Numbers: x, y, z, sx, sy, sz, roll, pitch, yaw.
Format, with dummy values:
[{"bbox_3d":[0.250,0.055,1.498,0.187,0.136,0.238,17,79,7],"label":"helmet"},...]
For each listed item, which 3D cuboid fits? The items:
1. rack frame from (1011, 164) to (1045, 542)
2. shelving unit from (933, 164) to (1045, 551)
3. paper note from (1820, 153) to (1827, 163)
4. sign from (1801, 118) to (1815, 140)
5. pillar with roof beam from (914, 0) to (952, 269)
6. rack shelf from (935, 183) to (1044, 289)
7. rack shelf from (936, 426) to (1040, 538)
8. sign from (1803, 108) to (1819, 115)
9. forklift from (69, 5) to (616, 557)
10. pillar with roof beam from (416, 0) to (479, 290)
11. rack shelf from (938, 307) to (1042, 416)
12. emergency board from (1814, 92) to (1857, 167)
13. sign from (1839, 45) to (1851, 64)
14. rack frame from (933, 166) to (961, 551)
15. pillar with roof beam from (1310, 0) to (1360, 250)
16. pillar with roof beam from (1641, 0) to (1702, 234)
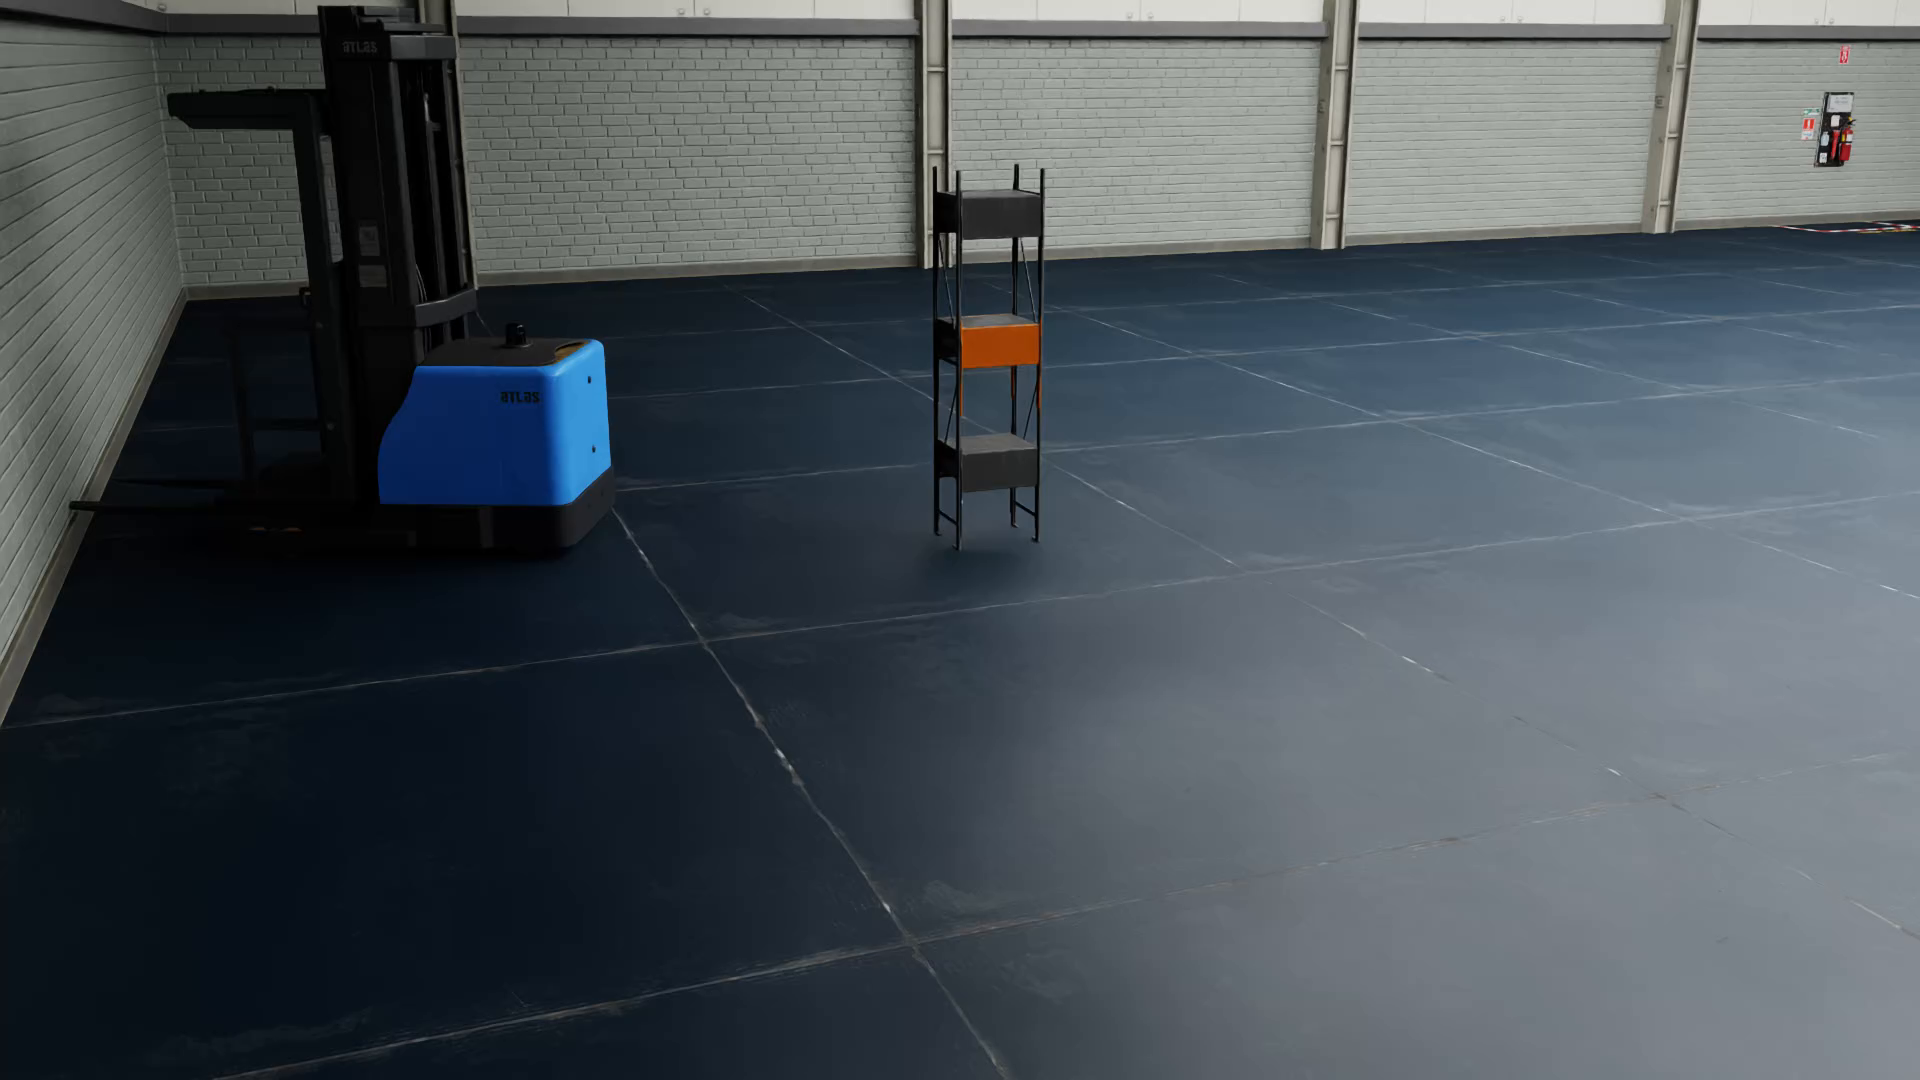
[{"bbox_3d":[0.382,-1.049,9.443,0.015,2.100,0.400,-6,17,-20],"label":"rack frame"},{"bbox_3d":[0.155,-1.024,9.359,0.503,2.100,0.431,-6,17,-20],"label":"shelving unit"},{"bbox_3d":[13.959,-6.180,26.883,0.142,0.148,0.016,-6,17,-20],"label":"paper note"},{"bbox_3d":[13.596,-6.591,26.655,0.234,0.329,0.001,-6,17,-20],"label":"sign"},{"bbox_3d":[1.203,-6.773,16.690,0.400,9.000,9.100,-6,17,-20],"label":"pillar with roof beam"},{"bbox_3d":[0.155,-1.683,9.166,0.480,0.518,0.431,-6,17,-20],"label":"rack shelf"},{"bbox_3d":[0.155,-0.339,9.560,0.480,0.518,0.431,-6,17,-20],"label":"rack shelf"},{"bbox_3d":[13.604,-6.843,26.574,0.331,0.109,0.001,-6,17,-20],"label":"sign"},{"bbox_3d":[-3.626,-1.458,9.363,3.031,2.935,1.130,1,16,3],"label":"forklift"},{"bbox_3d":[-4.400,-6.168,14.630,0.400,9.000,9.100,-6,17,-20],"label":"pillar with roof beam"},{"bbox_3d":[0.155,-1.011,9.363,0.480,0.518,0.431,-6,17,-20],"label":"rack shelf"},{"bbox_3d":[14.149,-6.602,26.758,0.643,1.169,0.194,-6,17,-20],"label":"emergency board"},{"bbox_3d":[14.106,-7.740,26.518,0.199,0.298,0.001,-6,17,-20],"label":"sign"},{"bbox_3d":[-0.073,-1.000,9.275,0.015,2.100,0.400,-6,17,-20],"label":"rack frame"},{"bbox_3d":[6.806,-7.377,18.750,0.400,9.000,9.100,-6,17,-20],"label":"pillar with roof beam"},{"bbox_3d":[12.408,-7.982,20.810,0.400,9.000,9.100,-6,17,-20],"label":"pillar with roof beam"}]
